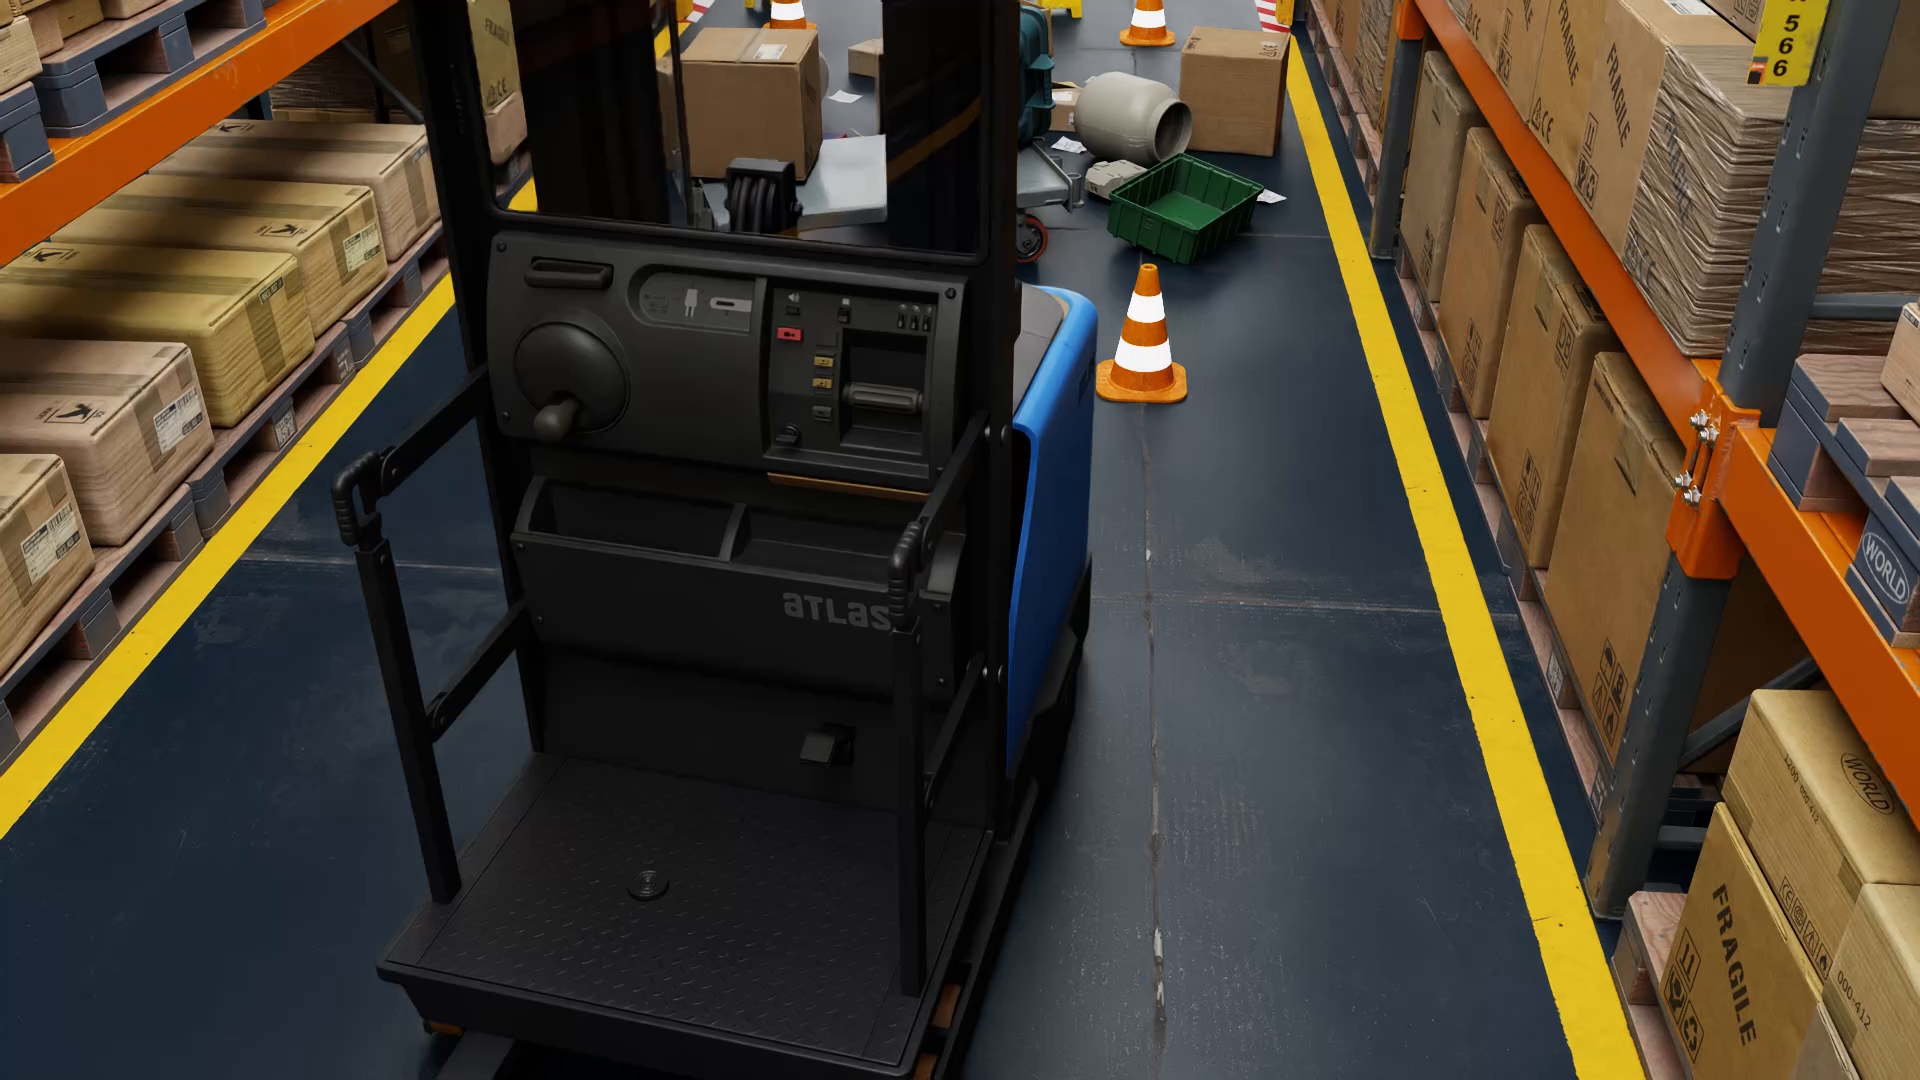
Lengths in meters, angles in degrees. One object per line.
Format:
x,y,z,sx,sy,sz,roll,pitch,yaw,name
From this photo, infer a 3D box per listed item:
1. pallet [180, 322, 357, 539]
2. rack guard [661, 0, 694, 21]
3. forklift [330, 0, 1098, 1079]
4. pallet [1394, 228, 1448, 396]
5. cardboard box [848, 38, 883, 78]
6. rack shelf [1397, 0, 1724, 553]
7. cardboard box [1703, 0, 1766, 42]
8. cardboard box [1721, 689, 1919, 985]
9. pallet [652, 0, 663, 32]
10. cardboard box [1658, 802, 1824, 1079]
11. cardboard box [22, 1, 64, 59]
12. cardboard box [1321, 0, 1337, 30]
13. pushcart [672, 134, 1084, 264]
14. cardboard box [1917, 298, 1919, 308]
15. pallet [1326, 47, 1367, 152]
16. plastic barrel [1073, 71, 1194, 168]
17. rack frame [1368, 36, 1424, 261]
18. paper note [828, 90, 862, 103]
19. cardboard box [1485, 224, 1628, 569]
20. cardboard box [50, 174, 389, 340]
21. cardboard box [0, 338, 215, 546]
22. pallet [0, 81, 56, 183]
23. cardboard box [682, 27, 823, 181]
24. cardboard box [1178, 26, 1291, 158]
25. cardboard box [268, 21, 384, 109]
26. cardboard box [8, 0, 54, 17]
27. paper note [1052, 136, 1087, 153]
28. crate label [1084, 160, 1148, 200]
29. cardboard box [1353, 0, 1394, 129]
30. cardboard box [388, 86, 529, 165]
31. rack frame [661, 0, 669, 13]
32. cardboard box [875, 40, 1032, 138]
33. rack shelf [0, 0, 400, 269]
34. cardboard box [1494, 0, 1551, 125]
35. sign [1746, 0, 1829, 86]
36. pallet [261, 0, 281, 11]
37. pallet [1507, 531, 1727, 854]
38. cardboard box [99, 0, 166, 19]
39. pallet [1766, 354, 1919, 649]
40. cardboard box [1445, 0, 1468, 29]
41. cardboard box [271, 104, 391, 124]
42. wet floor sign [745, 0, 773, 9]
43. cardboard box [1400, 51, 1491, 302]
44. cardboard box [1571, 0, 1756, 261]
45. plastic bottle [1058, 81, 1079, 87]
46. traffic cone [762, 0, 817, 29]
-2.812,-0.426,5.740,1.003,0.211,1.213,2,32,4,pallet
-2.333,-3.648,10.693,1.175,0.500,0.348,2,32,4,rack guard
-0.500,-0.288,2.923,1.130,2.935,3.031,8,32,12,forklift
2.301,-0.908,6.522,1.003,0.211,1.213,2,32,4,pallet
-0.421,-2.767,9.598,0.380,0.149,0.250,20,37,29,cardboard box
2.126,-1.150,4.942,1.077,0.370,4.000,2,32,4,rack shelf
2.050,-1.377,3.577,0.700,0.500,0.500,2,32,3,cardboard box
1.666,0.506,2.837,0.500,0.250,0.500,1,32,2,cardboard box
-2.435,-3.102,10.082,1.003,0.211,1.213,2,32,4,pallet
1.651,0.834,3.019,0.500,0.500,0.500,1,32,2,cardboard box
-2.657,-1.362,4.441,0.380,0.149,0.250,4,32,7,cardboard box
2.625,-3.510,9.711,0.875,0.875,0.875,3,32,4,cardboard box
-0.376,-1.473,7.280,1.648,0.377,0.936,-8,33,-13,pushcart
1.724,-0.364,2.538,0.380,0.149,0.250,4,32,6,cardboard box
2.526,-2.348,8.859,1.003,0.211,1.213,2,32,4,pallet
0.852,-2.064,8.195,0.512,0.421,0.421,27,41,37,plastic barrel
2.289,-2.502,6.450,1.000,3.000,0.127,2,32,4,rack frame
-0.639,-2.466,9.233,0.148,0.019,0.142,14,34,21,paper note
2.170,-0.403,4.789,1.050,0.750,0.750,3,32,5,cardboard box
-2.748,-1.070,6.231,0.950,0.372,0.625,4,32,7,cardboard box
-2.871,-0.310,4.998,0.950,0.372,0.625,2,32,3,cardboard box
-3.027,-0.864,3.976,1.213,0.211,1.003,2,32,4,pallet
-0.876,-1.858,7.067,0.500,0.500,0.500,2,32,4,cardboard box
1.392,-2.294,8.494,0.500,0.500,0.500,8,32,12,cardboard box
-2.872,-2.308,7.643,0.500,0.500,0.500,2,32,3,cardboard box
-2.639,-1.693,4.359,0.500,0.500,0.500,3,32,5,cardboard box
0.576,-2.023,8.510,0.172,0.023,0.155,14,34,21,paper note
0.746,-1.701,7.880,0.298,0.136,0.250,-20,37,-29,crate label
2.479,-2.573,8.191,0.875,0.875,0.875,3,32,4,cardboard box
-2.336,-1.965,7.801,0.500,0.250,0.500,1,32,2,cardboard box
-2.327,-4.752,10.101,1.000,3.000,0.127,2,32,4,rack frame
-0.015,-2.231,8.261,0.797,0.637,0.503,2,32,4,cardboard box
-2.816,-1.308,5.199,1.077,0.370,4.000,2,32,4,rack shelf
1.853,-1.490,4.713,0.500,0.500,0.500,3,32,5,cardboard box
1.410,-0.925,2.788,0.100,0.325,0.005,2,32,4,sign
-2.860,-2.185,6.119,1.003,0.211,1.213,2,32,4,pallet
2.103,0.368,4.451,1.003,0.211,1.213,2,32,4,pallet
-2.587,-1.645,4.900,0.380,0.149,0.250,3,32,6,cardboard box
2.011,0.049,2.494,1.213,0.211,1.003,2,32,4,pallet
1.938,-2.017,5.568,0.500,0.500,0.500,3,32,4,cardboard box
-2.873,-1.989,7.839,0.500,0.250,0.500,4,32,6,cardboard box
-1.245,-3.803,10.806,0.267,0.644,0.232,14,34,21,wet floor sign
2.328,-1.394,6.397,1.050,0.750,0.750,2,32,4,cardboard box
1.774,-0.960,3.854,0.500,0.500,0.500,2,32,4,cardboard box
0.610,-2.463,9.188,0.133,0.061,0.283,-8,33,-13,plastic bottle
-1.077,-3.392,10.313,0.336,0.463,0.334,2,32,4,traffic cone
